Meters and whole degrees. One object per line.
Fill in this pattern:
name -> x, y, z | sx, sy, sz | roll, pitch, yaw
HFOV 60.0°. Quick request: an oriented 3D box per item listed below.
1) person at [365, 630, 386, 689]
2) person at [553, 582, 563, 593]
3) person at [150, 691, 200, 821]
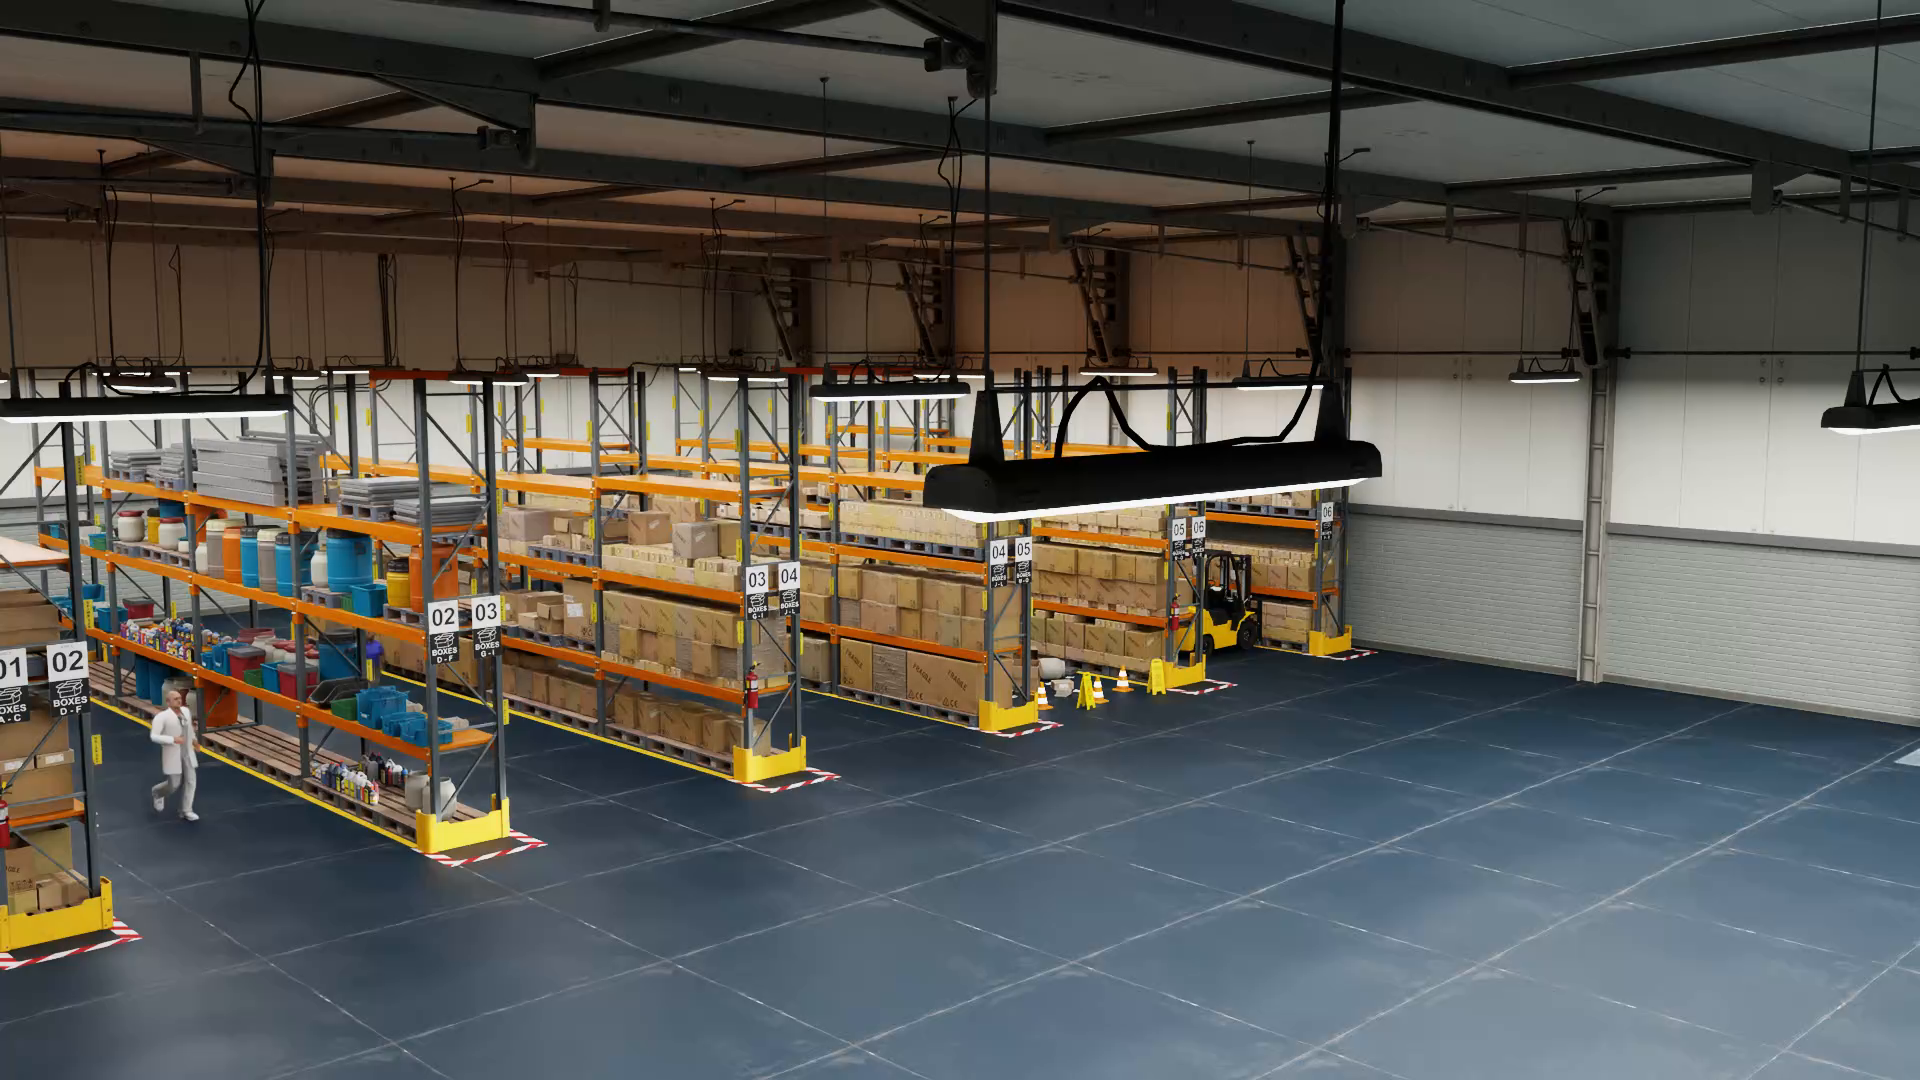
person -> -10.112, 2.296, 28.548 | 0.546, 1.621, 0.628 | 6, 9, 41
person -> -9.898, 0.753, 41.681 | 0.684, 1.790, 0.761 | 4, 8, 33
person -> -10.666, 2.910, 22.594 | 0.833, 1.746, 0.718 | 3, 7, 28
